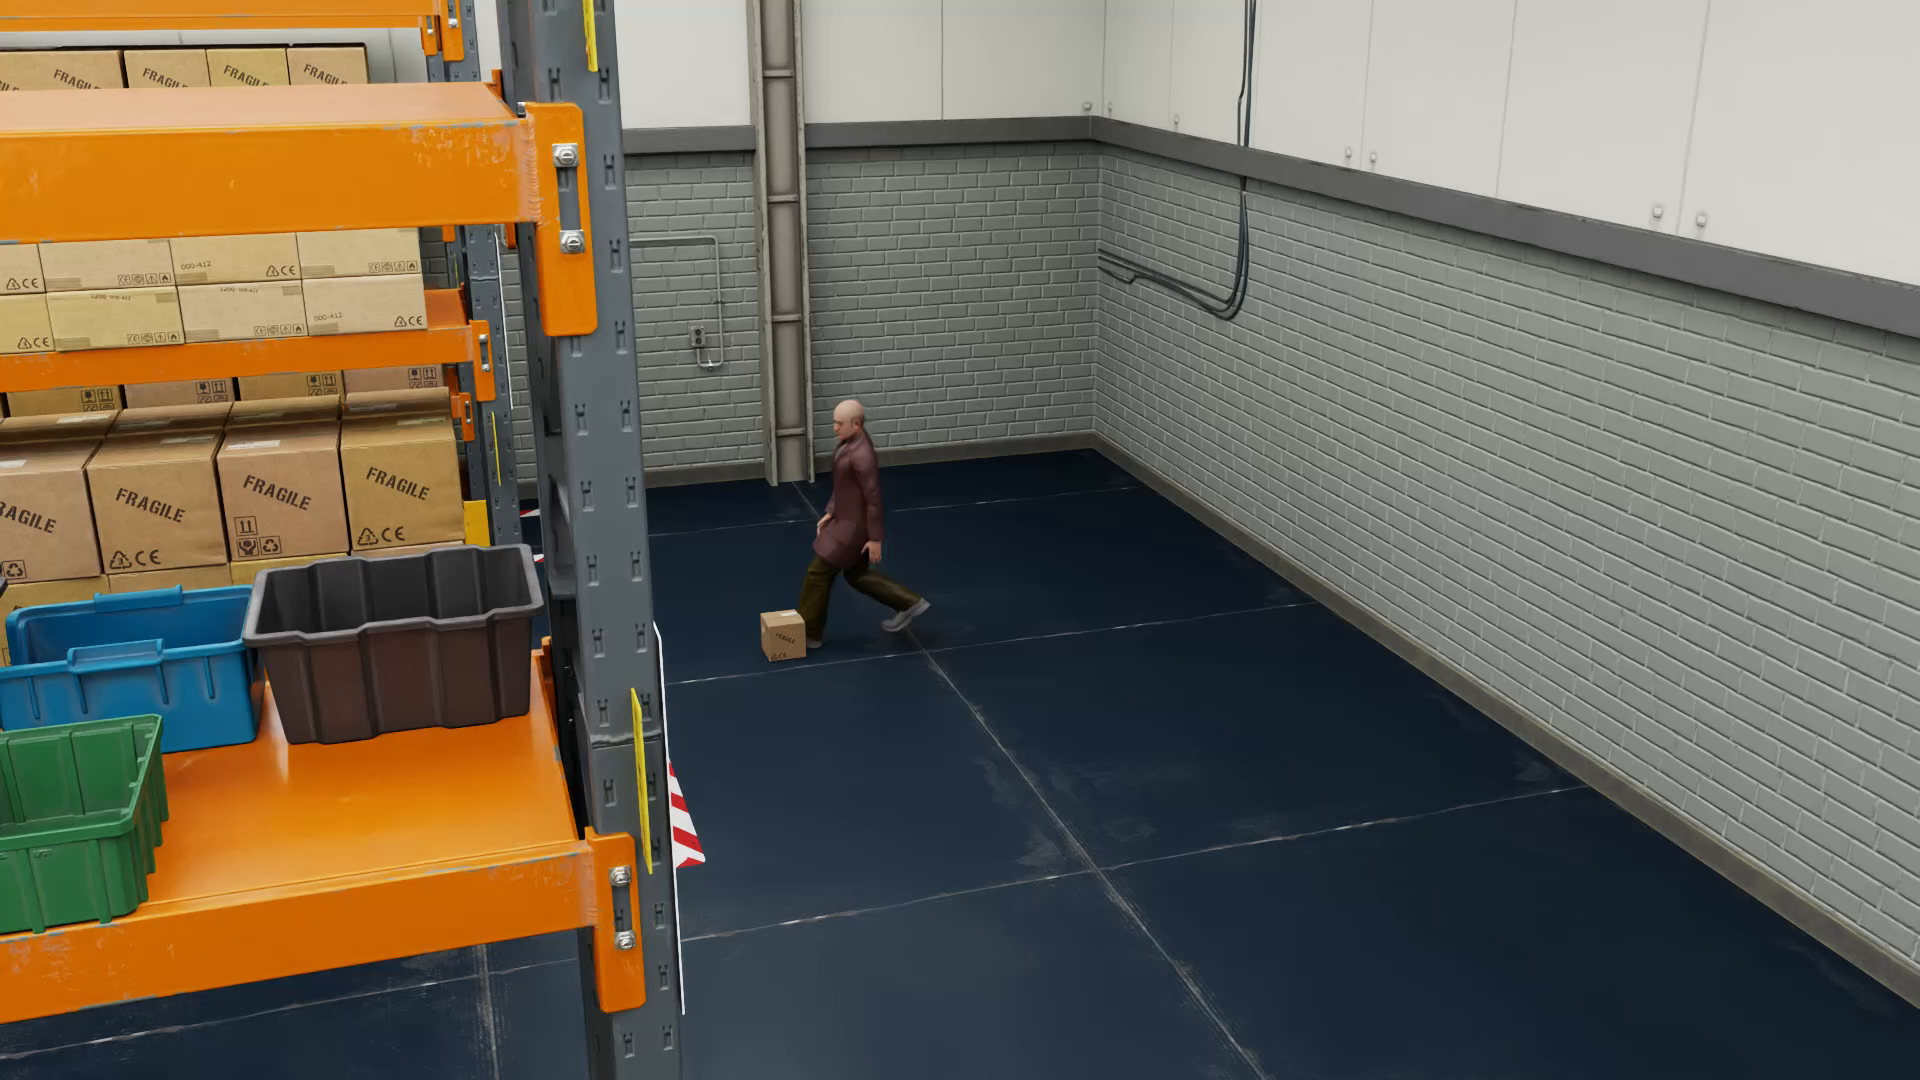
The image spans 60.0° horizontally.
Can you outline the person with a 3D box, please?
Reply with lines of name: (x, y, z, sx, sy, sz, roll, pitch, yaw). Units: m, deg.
person: (-0.748, -0.105, 10.996, 1.104, 1.704, 0.557, 0, 19, -1)
